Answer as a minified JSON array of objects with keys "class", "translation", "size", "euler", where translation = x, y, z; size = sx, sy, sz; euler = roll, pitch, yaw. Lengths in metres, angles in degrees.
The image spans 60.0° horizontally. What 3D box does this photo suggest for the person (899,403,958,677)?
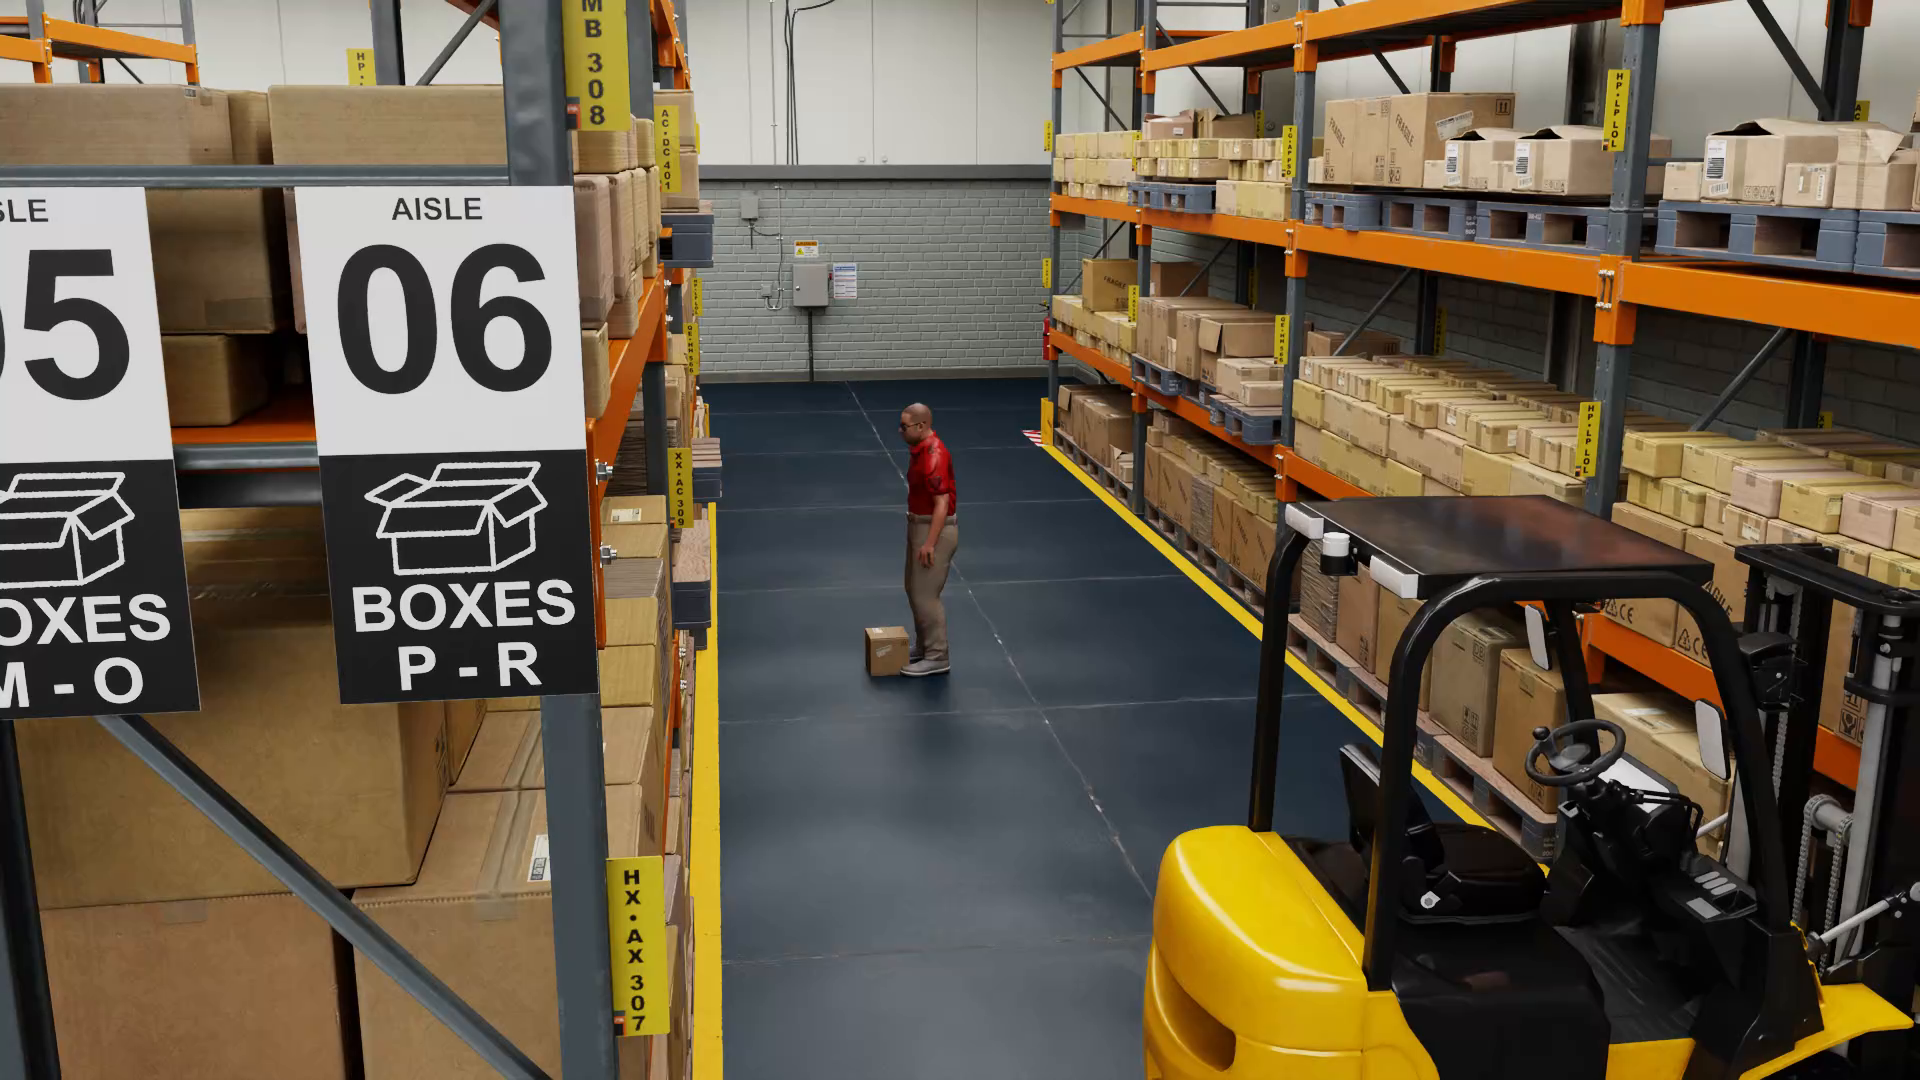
[{"class":"person","translation":[-0.218,-0.018,10.591],"size":[0.390,1.726,0.588],"euler":[-3,13,-11]}]
